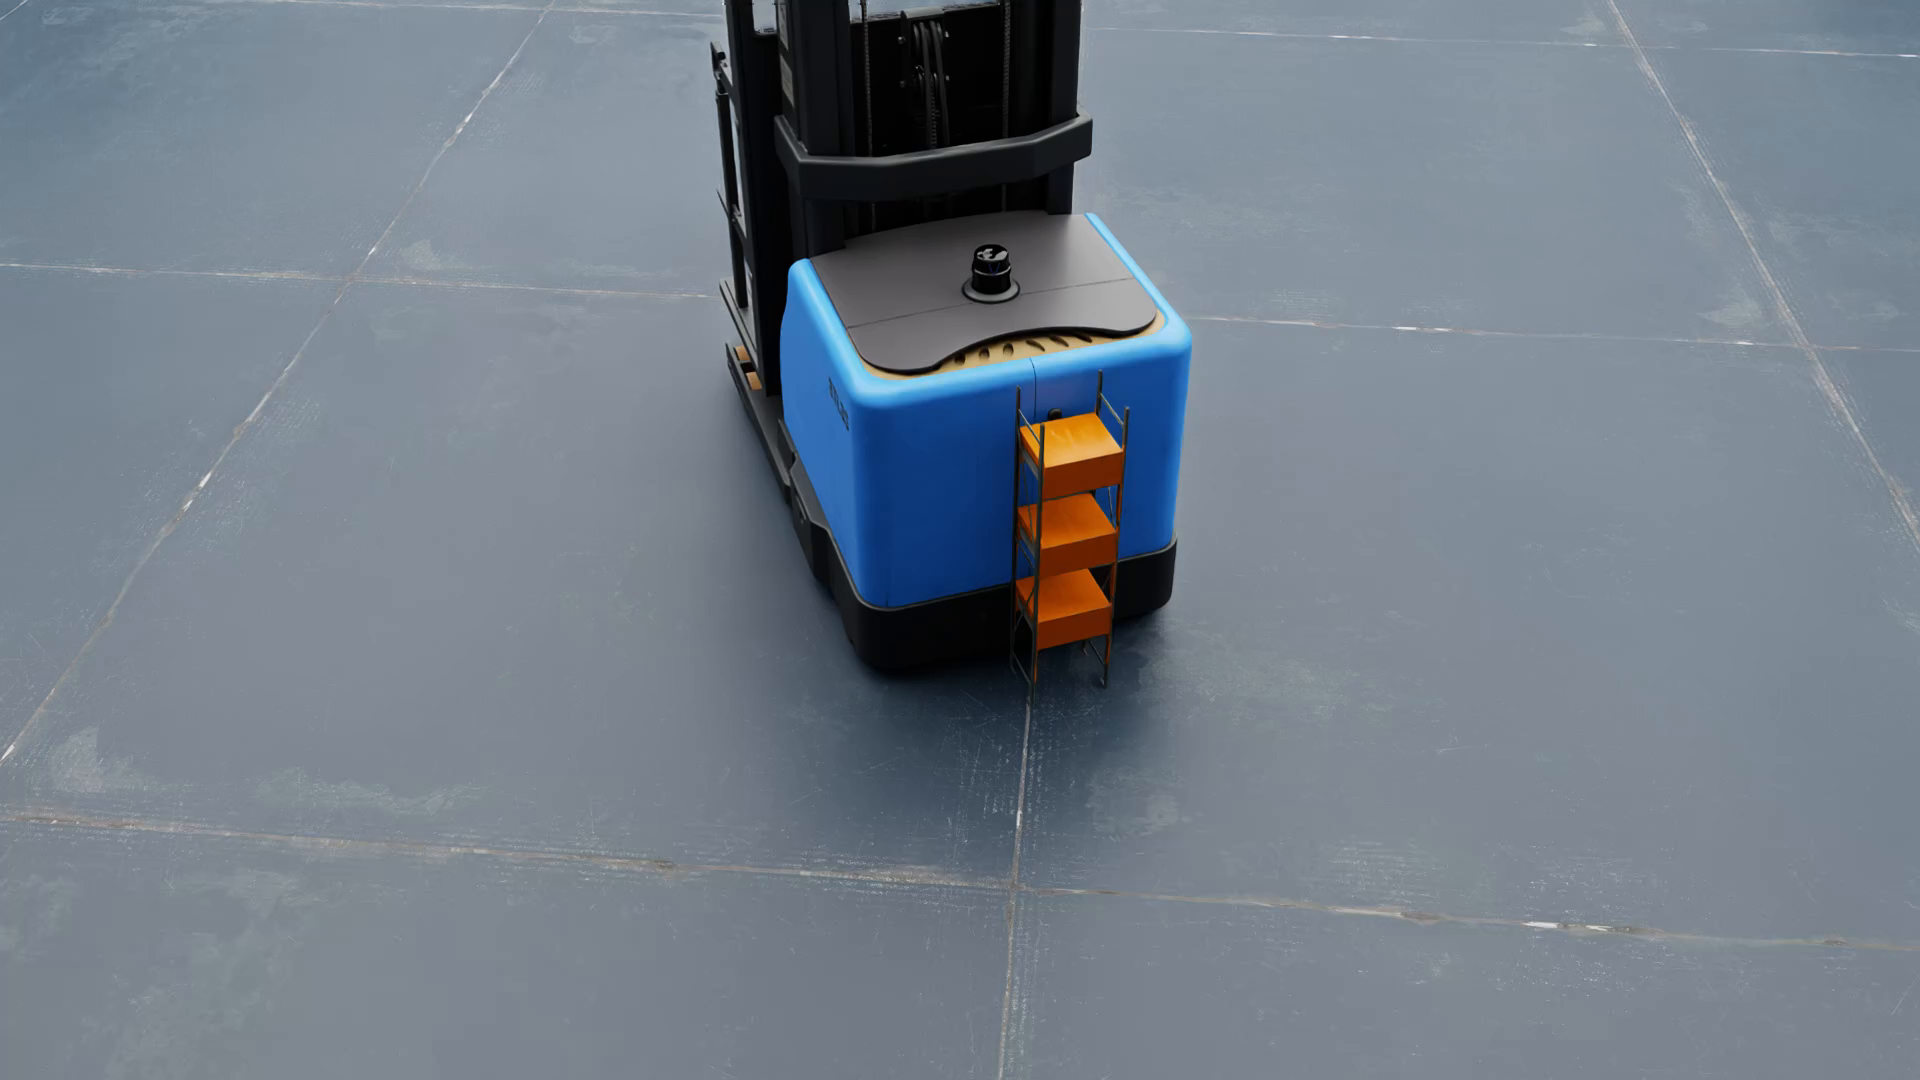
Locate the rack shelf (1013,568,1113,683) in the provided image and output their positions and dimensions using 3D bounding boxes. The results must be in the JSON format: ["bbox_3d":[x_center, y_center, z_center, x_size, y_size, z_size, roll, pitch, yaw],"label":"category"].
[{"bbox_3d":[0.305,0.244,5.024,0.240,0.259,0.215,-12,41,-15],"label":"rack shelf"}]

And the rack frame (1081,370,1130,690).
[{"bbox_3d":[0.420,-0.005,4.873,0.008,1.050,0.200,-12,41,-15],"label":"rack frame"}]

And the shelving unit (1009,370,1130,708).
[{"bbox_3d":[0.305,0.020,4.842,0.252,1.050,0.215,-12,41,-15],"label":"shelving unit"}]

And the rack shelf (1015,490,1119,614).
[{"bbox_3d":[0.305,0.028,4.849,0.240,0.259,0.215,-12,41,-15],"label":"rack shelf"}]

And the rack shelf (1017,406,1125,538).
[{"bbox_3d":[0.305,-0.192,4.670,0.240,0.259,0.215,-12,41,-15],"label":"rack shelf"}]

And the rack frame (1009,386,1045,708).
[{"bbox_3d":[0.190,0.045,4.811,0.008,1.050,0.200,-12,41,-15],"label":"rack frame"}]

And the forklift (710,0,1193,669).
[{"bbox_3d":[-0.260,-1.679,5.439,1.130,2.935,3.031,-12,41,-14],"label":"forklift"}]
